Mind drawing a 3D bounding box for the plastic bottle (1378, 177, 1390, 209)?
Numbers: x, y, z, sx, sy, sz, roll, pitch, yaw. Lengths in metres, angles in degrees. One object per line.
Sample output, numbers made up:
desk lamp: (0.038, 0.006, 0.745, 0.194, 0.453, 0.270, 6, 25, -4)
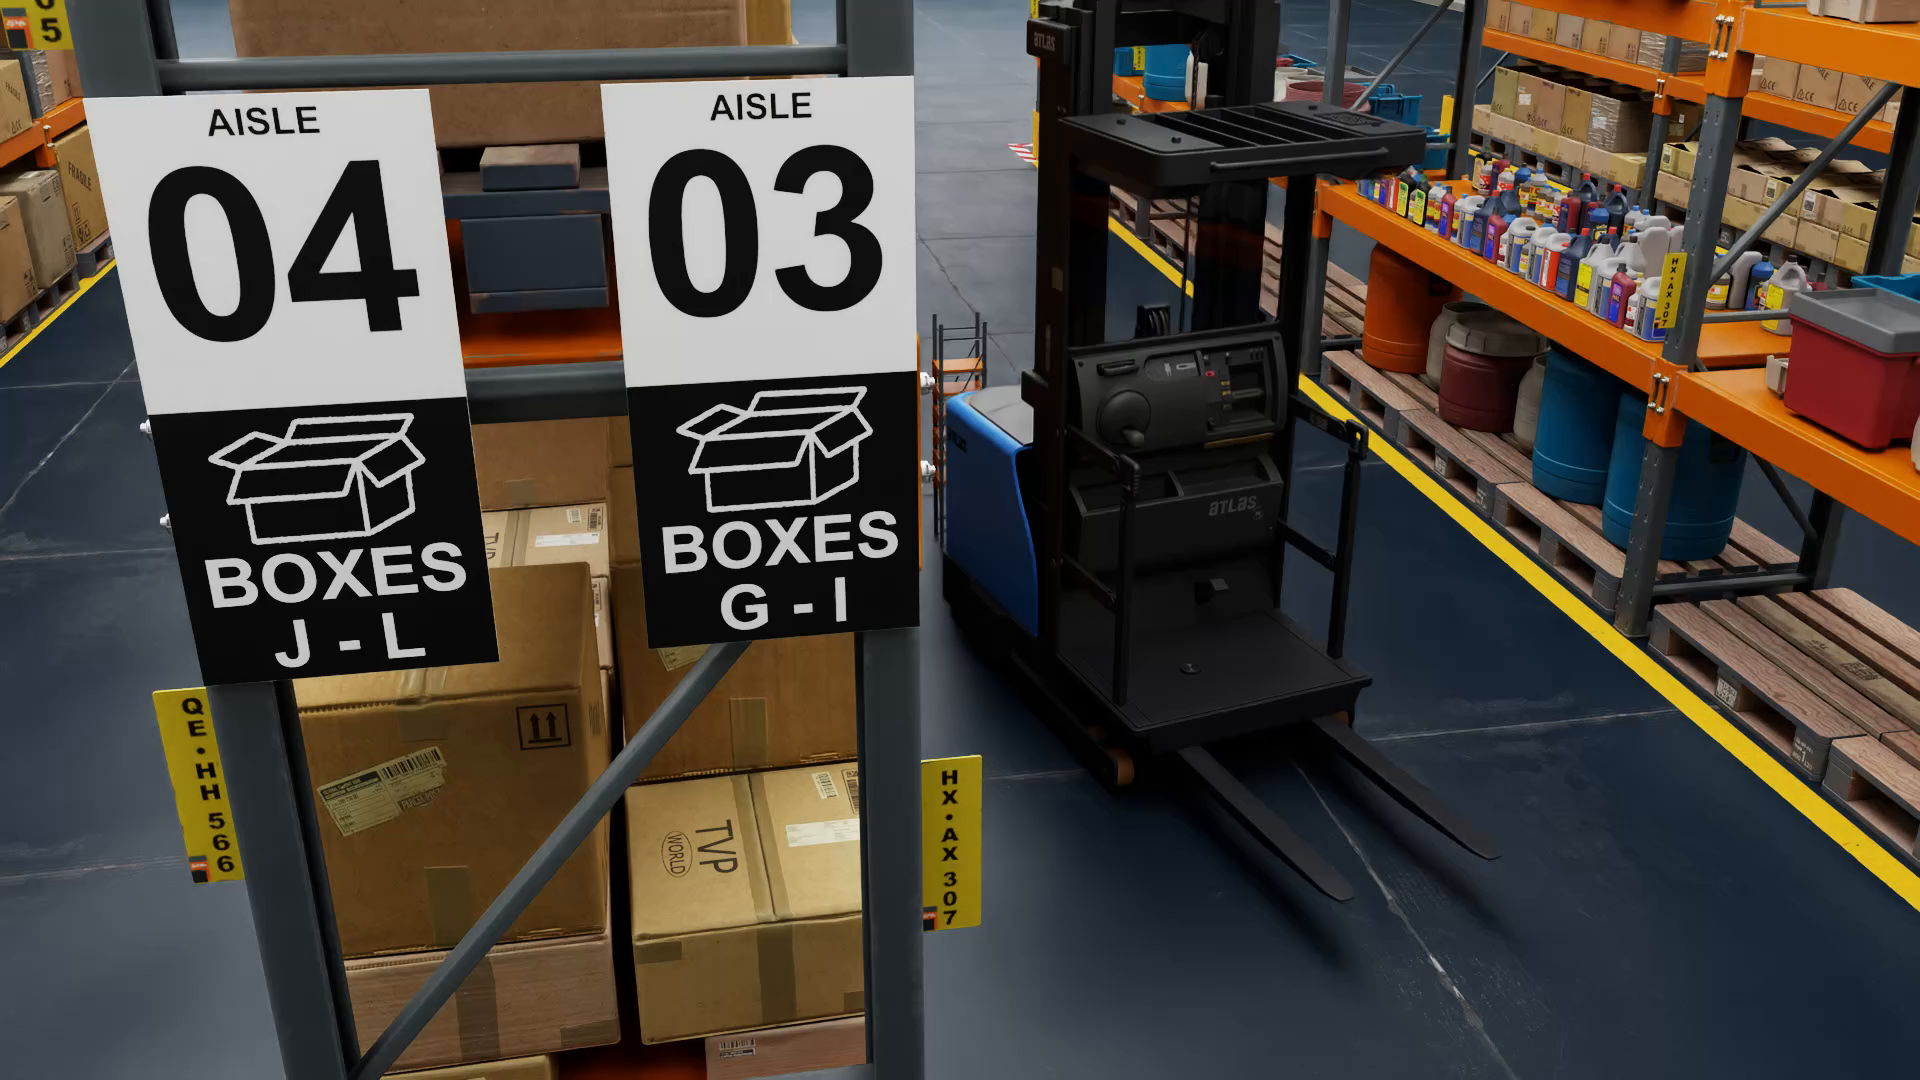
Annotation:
plastic bottle: (2.605, -2.167, 10.111, 0.061, 0.283, 0.133, -4, 24, -10)

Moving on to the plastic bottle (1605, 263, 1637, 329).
plastic bottle: (3.088, -1.140, 7.757, 0.061, 0.283, 0.133, -4, 24, -10)

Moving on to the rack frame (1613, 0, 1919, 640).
rack frame: (3.567, -0.974, 7.233, 1.000, 3.000, 0.127, -4, 24, -10)

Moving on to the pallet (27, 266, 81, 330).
pallet: (-7.457, -1.851, 12.725, 1.003, 0.211, 1.213, -4, 24, -10)

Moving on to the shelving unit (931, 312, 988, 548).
shelving unit: (-0.003, -0.556, 8.523, 0.258, 1.200, 0.189, -4, 24, -10)

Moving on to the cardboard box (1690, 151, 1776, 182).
cardboard box: (6.875, -3.297, 14.762, 0.500, 0.311, 0.500, -5, 24, -10)

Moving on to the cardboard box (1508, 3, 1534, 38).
cardboard box: (6.392, -5.715, 17.962, 0.700, 0.500, 0.500, -4, 24, -8)

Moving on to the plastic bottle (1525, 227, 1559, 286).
plastic bottle: (2.990, -1.444, 8.462, 0.152, 0.276, 0.135, -4, 24, -10)

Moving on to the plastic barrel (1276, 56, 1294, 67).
plastic barrel: (2.264, -3.332, 12.461, 0.433, 0.535, 0.433, 0, 24, 0)

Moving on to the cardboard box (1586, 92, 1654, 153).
cardboard box: (6.574, -4.126, 16.423, 0.500, 0.500, 0.500, -4, 24, -10)

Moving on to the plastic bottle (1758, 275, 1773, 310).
plastic bottle: (3.854, -1.156, 7.896, 0.097, 0.201, 0.097, 0, 24, 0)

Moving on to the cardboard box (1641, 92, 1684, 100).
cardboard box: (7.078, -4.164, 16.510, 0.500, 0.500, 0.500, -4, 24, -10)

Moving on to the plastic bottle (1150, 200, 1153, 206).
plastic bottle: (1.714, -3.160, 15.184, 0.097, 0.201, 0.097, 0, 24, 0)

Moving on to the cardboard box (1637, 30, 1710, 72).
cardboard box: (6.868, -4.706, 15.652, 0.700, 0.500, 0.500, -5, 24, -11)

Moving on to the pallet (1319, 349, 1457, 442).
pallet: (3.014, -0.963, 10.691, 1.003, 0.211, 1.213, -4, 24, -10)

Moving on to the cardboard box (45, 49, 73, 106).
cardboard box: (-7.877, -3.855, 13.641, 0.875, 0.550, 0.550, -4, 24, -10)

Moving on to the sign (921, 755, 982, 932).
sign: (-0.015, 0.494, 2.691, 0.100, 0.325, 0.005, -4, 24, -10)

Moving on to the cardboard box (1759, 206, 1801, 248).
cardboard box: (7.072, -2.637, 13.950, 0.500, 0.250, 0.500, -4, 24, -9)

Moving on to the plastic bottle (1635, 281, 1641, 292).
plastic bottle: (3.163, -1.115, 7.803, 0.097, 0.201, 0.097, 0, 24, 0)

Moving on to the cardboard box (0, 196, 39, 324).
cardboard box: (-7.295, -1.971, 11.802, 1.050, 0.750, 0.750, -4, 24, -10)

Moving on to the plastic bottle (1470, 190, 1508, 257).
plastic bottle: (2.871, -1.722, 9.007, 0.144, 0.351, 0.185, -4, 24, -10)

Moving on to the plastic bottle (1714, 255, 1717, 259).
plastic bottle: (3.757, -1.362, 8.368, 0.097, 0.201, 0.097, 0, 24, 0)

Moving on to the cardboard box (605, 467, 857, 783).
cardboard box: (-0.477, 0.149, 3.540, 0.500, 0.500, 0.500, -5, 24, -11)

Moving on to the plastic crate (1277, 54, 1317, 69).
plastic crate: (2.597, -3.703, 13.500, 0.392, 0.384, 0.575, -4, 24, -10)

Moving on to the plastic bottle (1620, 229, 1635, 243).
plastic bottle: (3.522, -1.532, 8.759, 0.097, 0.201, 0.097, 0, 24, 0)

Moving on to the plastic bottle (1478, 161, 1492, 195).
plastic bottle: (3.324, -2.282, 10.476, 0.097, 0.201, 0.097, 0, 24, 0)

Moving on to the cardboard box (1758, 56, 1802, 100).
cardboard box: (7.179, -4.021, 14.085, 0.500, 0.500, 0.500, -3, 24, -6)

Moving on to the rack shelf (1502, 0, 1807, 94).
rack shelf: (3.197, -2.806, 8.578, 1.077, 0.370, 4.000, -4, 24, -10)

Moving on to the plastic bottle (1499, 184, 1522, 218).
plastic bottle: (2.996, -1.787, 9.154, 0.144, 0.351, 0.185, -4, 24, -10)

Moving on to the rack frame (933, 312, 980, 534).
rack frame: (-0.020, -0.592, 8.605, 0.240, 1.200, 0.006, -4, 24, -10)

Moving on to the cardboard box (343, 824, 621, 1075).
cardboard box: (-0.912, 0.727, 3.153, 0.500, 0.250, 0.500, -5, 24, -11)

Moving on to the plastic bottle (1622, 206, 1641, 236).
plastic bottle: (3.629, -1.667, 8.980, 0.097, 0.271, 0.097, 0, 24, 0)

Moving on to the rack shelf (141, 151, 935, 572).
rack shelf: (-0.931, -0.866, 4.136, 1.077, 0.370, 4.000, -4, 24, -10)

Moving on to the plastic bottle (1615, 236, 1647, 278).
plastic bottle: (3.217, -1.300, 8.040, 0.144, 0.351, 0.185, -4, 24, -10)

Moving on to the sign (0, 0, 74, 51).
sign: (-1.097, -0.744, 1.950, 0.100, 0.325, 0.005, -4, 24, -10)

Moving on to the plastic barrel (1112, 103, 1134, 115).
plastic barrel: (1.637, -4.296, 17.423, 0.421, 0.512, 0.421, 0, 24, 0)

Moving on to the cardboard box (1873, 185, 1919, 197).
cardboard box: (7.690, -2.737, 13.478, 0.500, 0.311, 0.500, -5, 24, -11)

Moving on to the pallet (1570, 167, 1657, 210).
pallet: (6.850, -3.524, 16.555, 1.003, 0.211, 1.213, -4, 24, -10)

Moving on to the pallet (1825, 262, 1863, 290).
pallet: (7.582, -1.962, 12.978, 1.003, 0.211, 1.213, -4, 24, -10)

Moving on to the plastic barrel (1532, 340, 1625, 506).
plastic barrel: (3.352, -0.699, 8.700, 0.600, 0.901, 0.708, -4, 24, -10)

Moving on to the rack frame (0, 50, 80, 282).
rack frame: (-7.673, -3.427, 12.849, 1.000, 3.000, 0.127, -4, 24, -10)

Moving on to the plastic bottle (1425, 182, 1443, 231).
plastic bottle: (2.737, -1.922, 9.563, 0.097, 0.271, 0.097, 0, 24, 0)

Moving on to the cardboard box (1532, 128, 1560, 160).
cardboard box: (6.373, -4.174, 17.471, 0.500, 0.250, 0.500, -4, 24, -10)

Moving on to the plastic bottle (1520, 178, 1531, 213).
plastic bottle: (3.421, -2.077, 10.005, 0.097, 0.201, 0.097, 0, 24, 0)

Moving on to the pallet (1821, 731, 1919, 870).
pallet: (3.970, 1.071, 6.034, 1.003, 0.211, 1.213, -4, 24, -10)

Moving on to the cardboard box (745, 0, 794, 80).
cardboard box: (-0.696, -1.124, 3.053, 0.700, 0.500, 0.500, -5, 24, -12)

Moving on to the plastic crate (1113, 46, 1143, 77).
plastic crate: (1.616, -4.468, 15.418, 0.499, 0.251, 0.616, -4, 24, -10)

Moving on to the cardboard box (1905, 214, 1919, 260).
cardboard box: (7.357, -2.290, 12.456, 0.500, 0.311, 0.500, -4, 24, -8)

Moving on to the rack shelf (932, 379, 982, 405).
rack shelf: (-0.003, -0.735, 8.445, 0.258, 0.103, 0.180, -4, 24, -10)

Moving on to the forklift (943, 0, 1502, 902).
forklift: (0.963, -0.560, 6.370, 1.130, 2.935, 3.031, -10, 25, -21)
